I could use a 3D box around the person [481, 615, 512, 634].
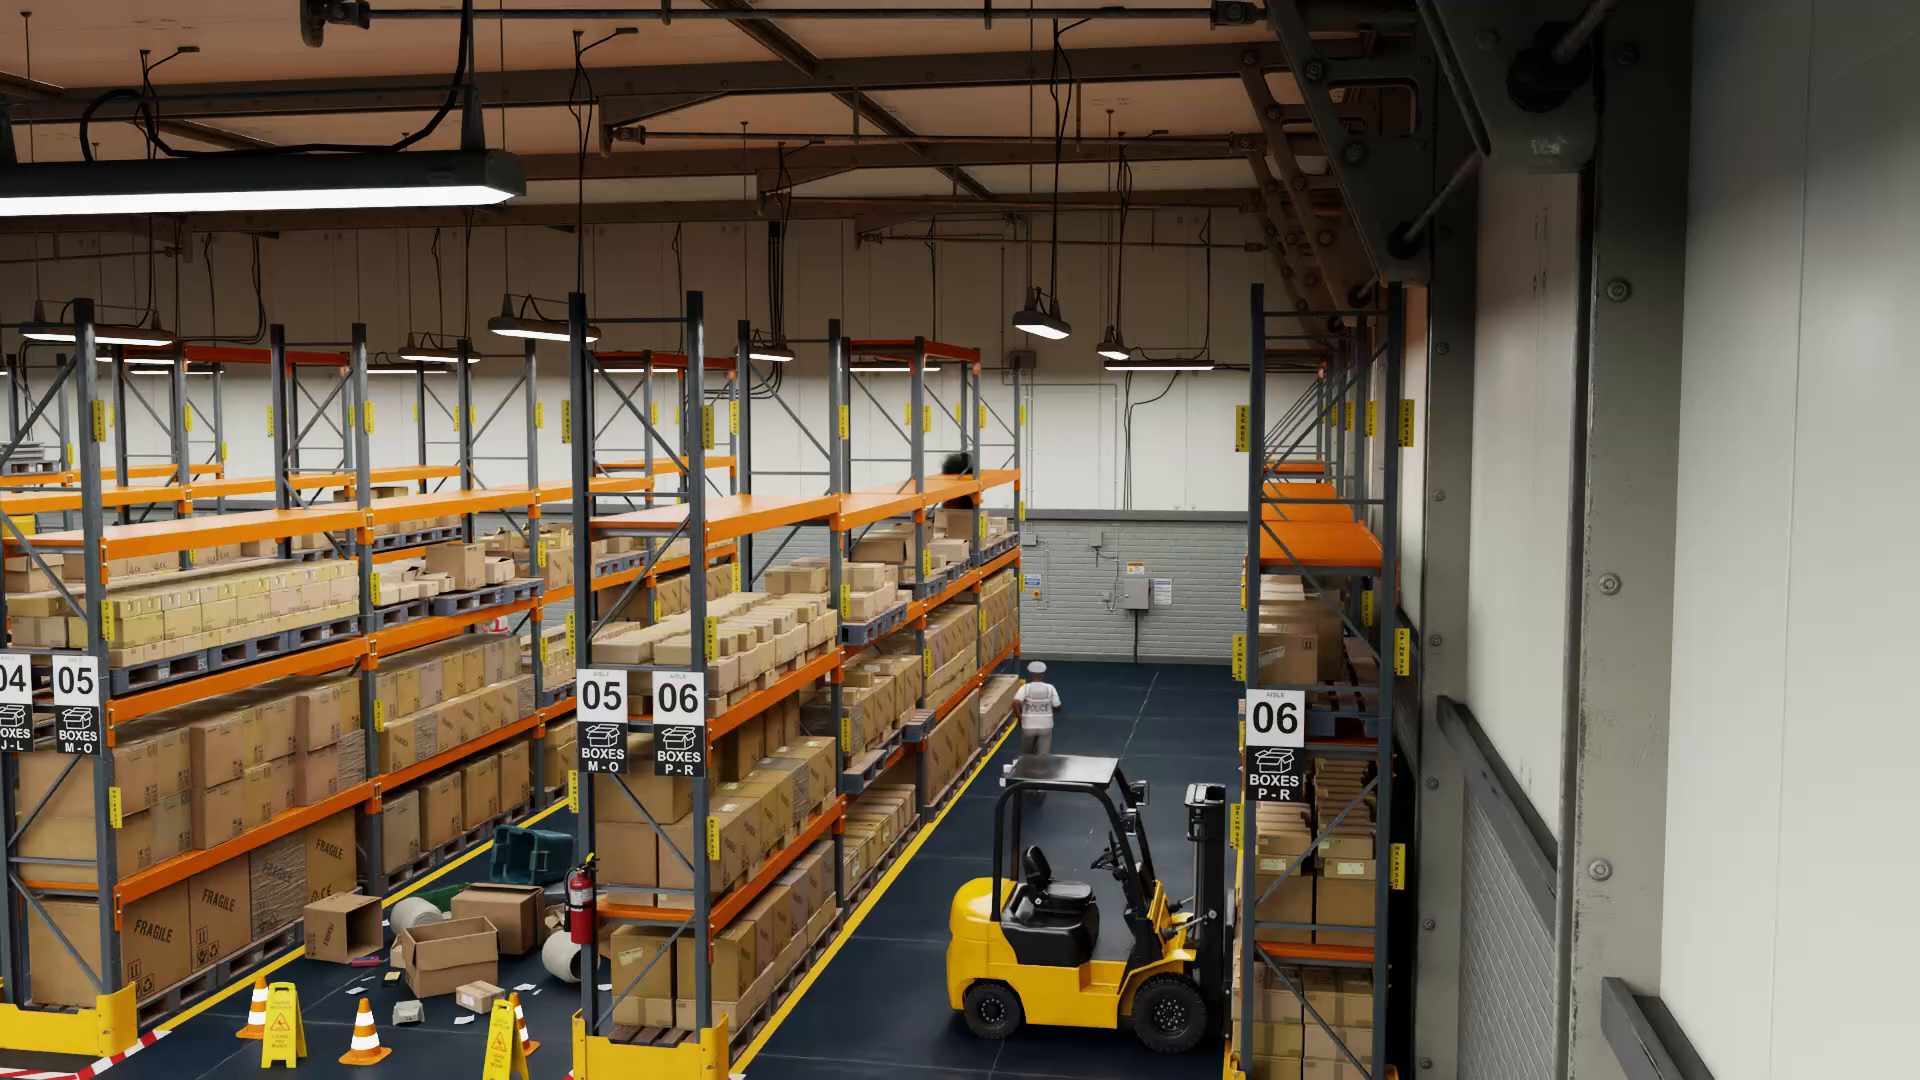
[{"bbox_3d":[-8.625,1.820,30.905,0.597,1.733,0.692,3,5,30],"label":"person"}]

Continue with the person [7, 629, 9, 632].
[{"bbox_3d":[-17.301,1.868,30.706,0.704,1.690,0.817,0,5,-4],"label":"person"}]

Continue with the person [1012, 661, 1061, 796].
[{"bbox_3d":[1.010,2.515,21.912,0.642,1.840,0.762,0,5,4],"label":"person"}]
